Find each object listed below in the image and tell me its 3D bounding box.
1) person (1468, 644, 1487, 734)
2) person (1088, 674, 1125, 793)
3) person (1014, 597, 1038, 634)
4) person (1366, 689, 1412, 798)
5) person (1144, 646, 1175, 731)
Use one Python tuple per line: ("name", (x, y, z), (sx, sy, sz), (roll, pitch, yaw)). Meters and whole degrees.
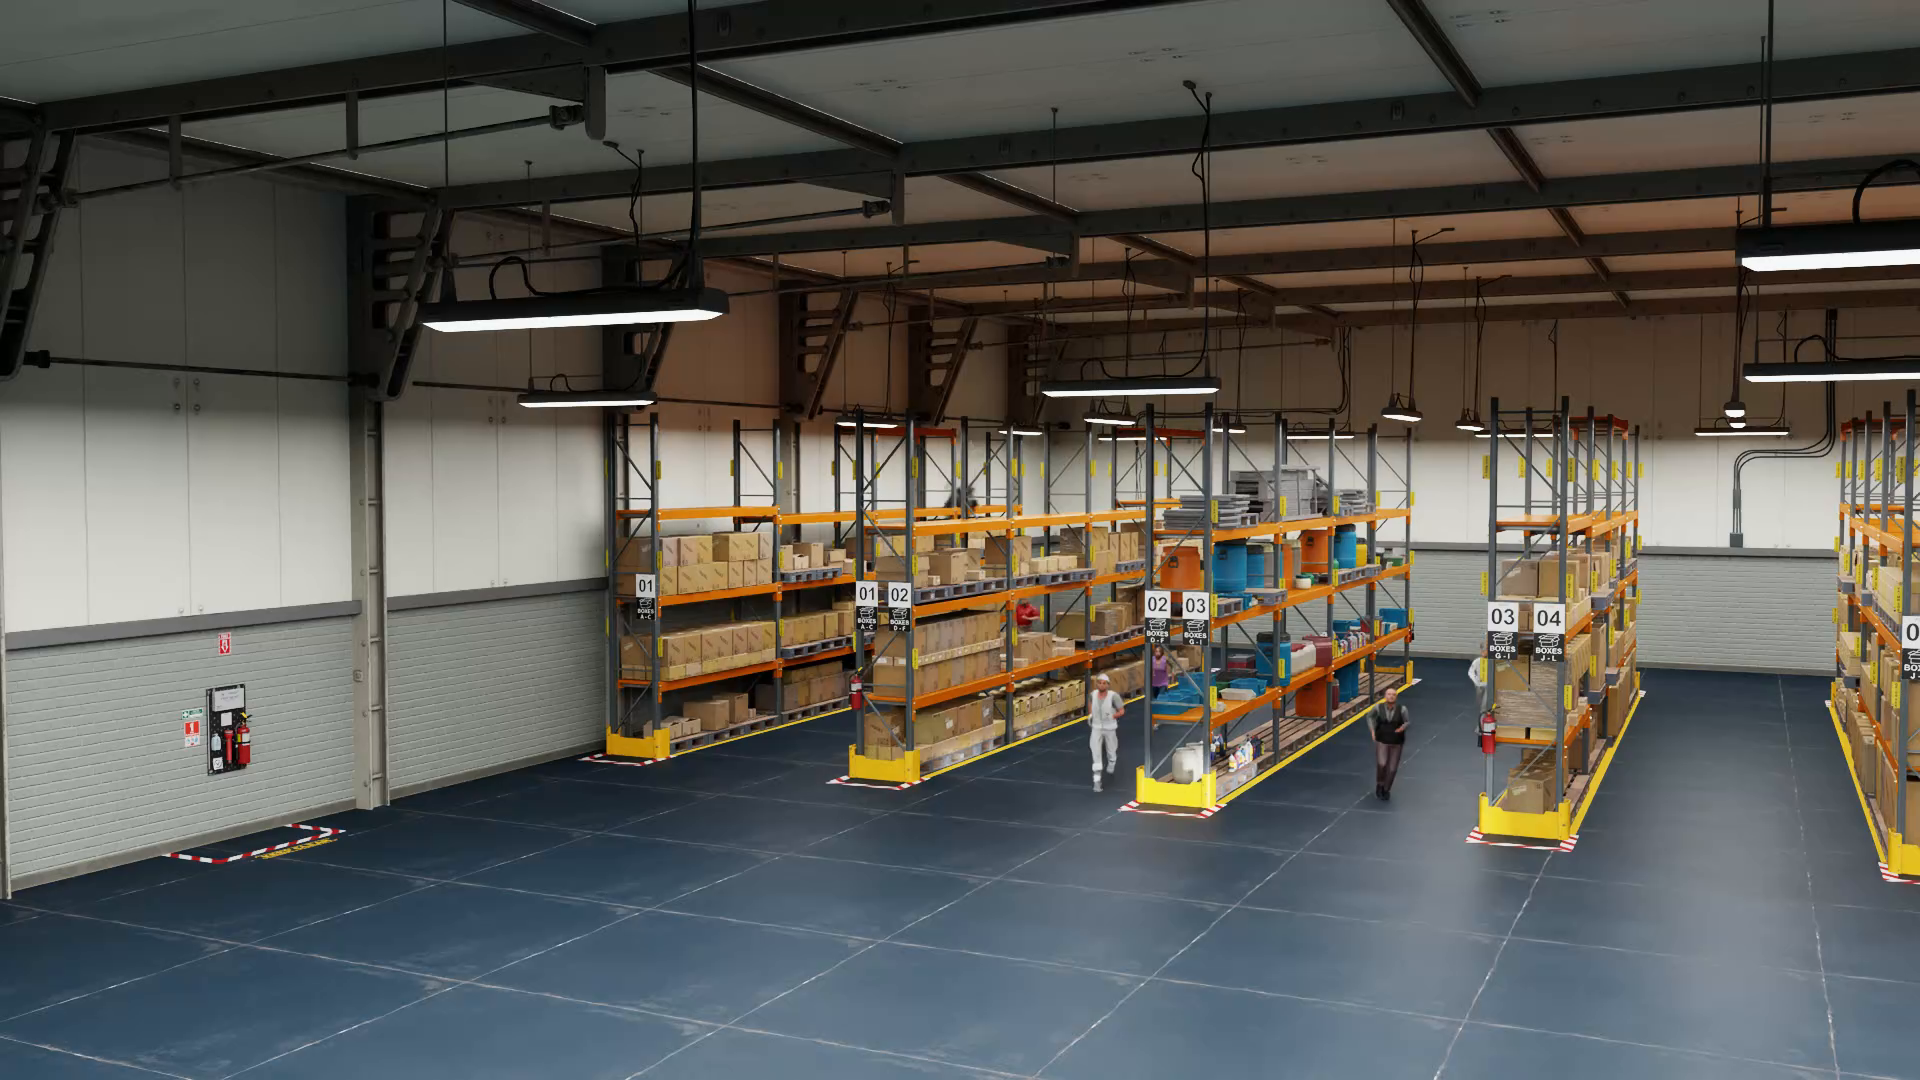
("person", (10.096, 2.831, 31.944), (0.640, 1.682, 0.914), (1, 3, 28))
("person", (2.309, 3.012, 26.275), (0.613, 1.810, 1.143), (1, 2, 13))
("person", (1.581, 2.198, 39.804), (0.660, 1.775, 0.934), (1, 3, 21))
("person", (6.506, 3.083, 25.196), (0.654, 1.678, 0.693), (0, 2, 8))
("person", (3.875, 2.847, 32.306), (0.562, 1.612, 0.905), (1, 2, 16))
